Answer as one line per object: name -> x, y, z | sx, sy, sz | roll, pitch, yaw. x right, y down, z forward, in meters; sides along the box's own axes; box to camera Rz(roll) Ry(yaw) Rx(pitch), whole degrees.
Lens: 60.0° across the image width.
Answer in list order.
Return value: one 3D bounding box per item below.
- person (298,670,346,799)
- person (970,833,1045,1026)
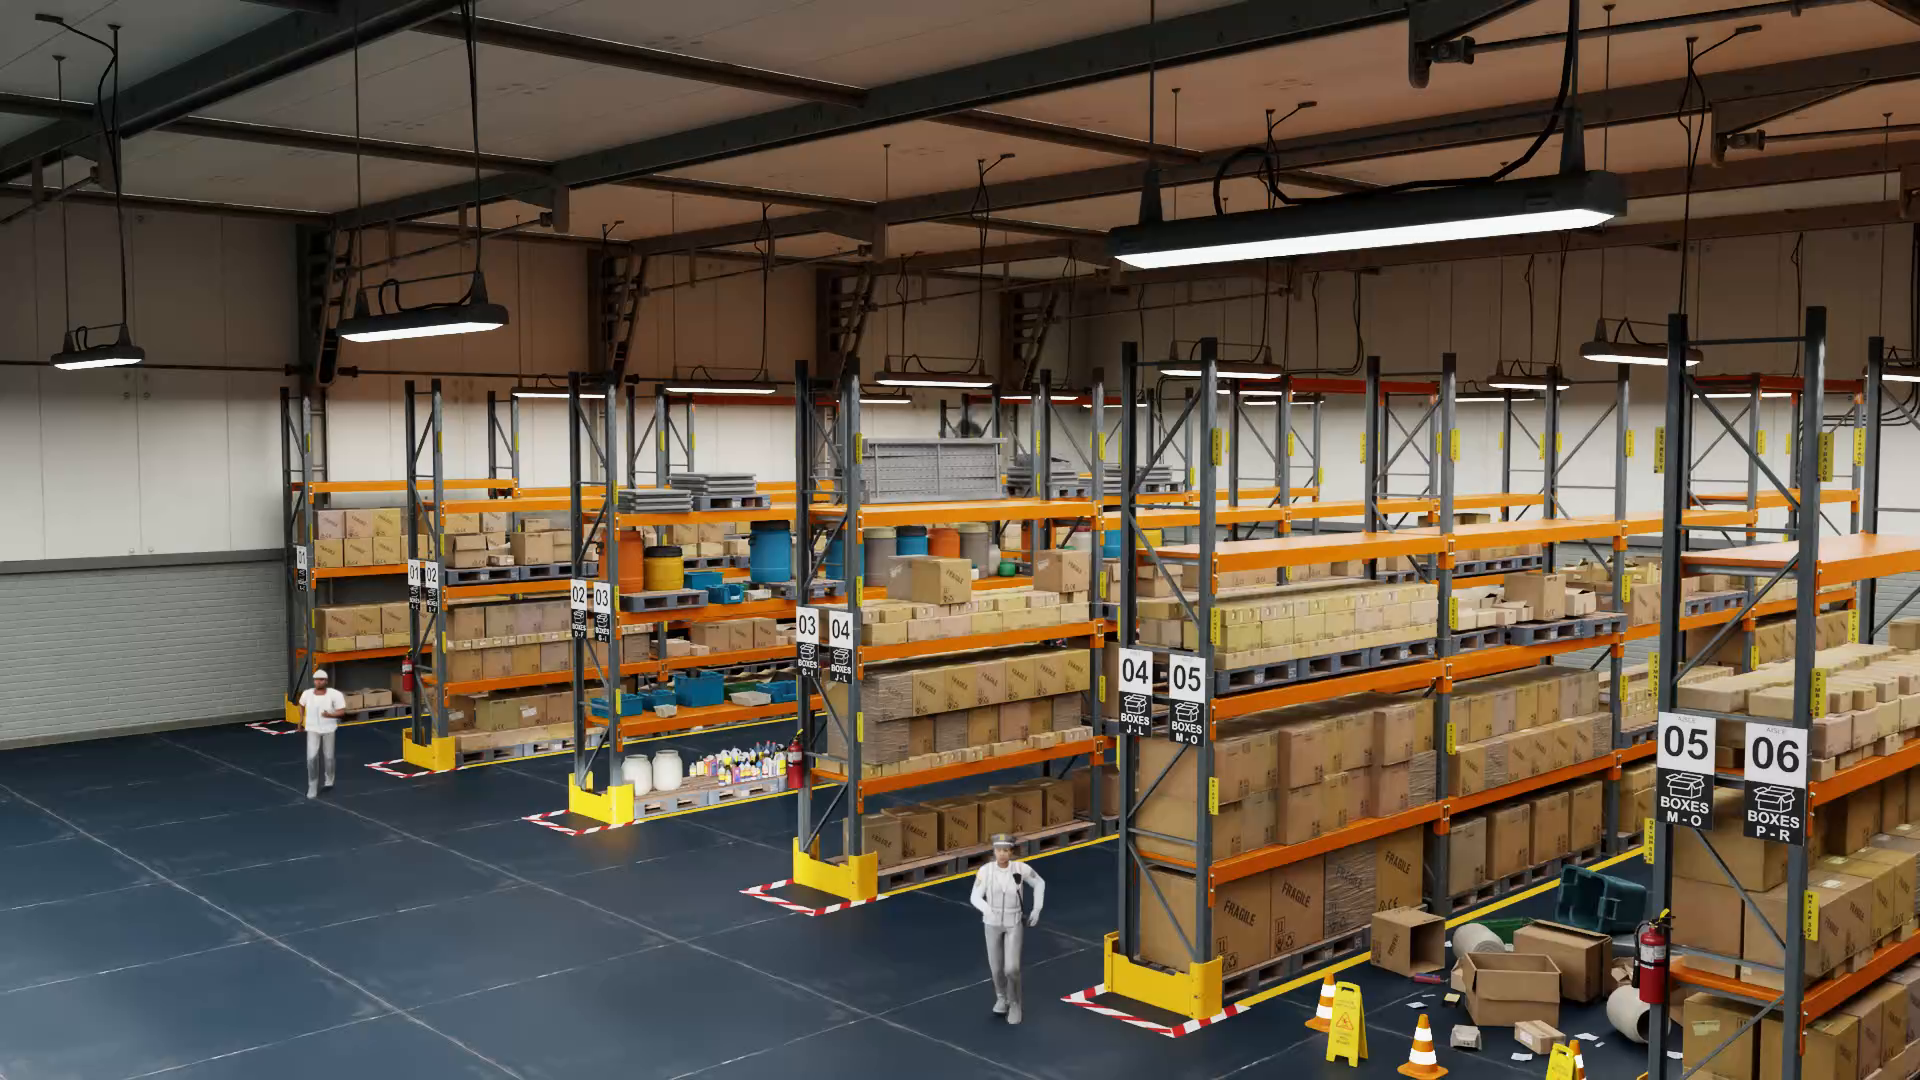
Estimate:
person -> -9.128, 2.758, 23.795 | 0.669, 1.821, 0.763 | -1, 4, -14
person -> 0.407, 3.376, 14.562 | 0.628, 1.652, 0.681 | 1, 4, 9
